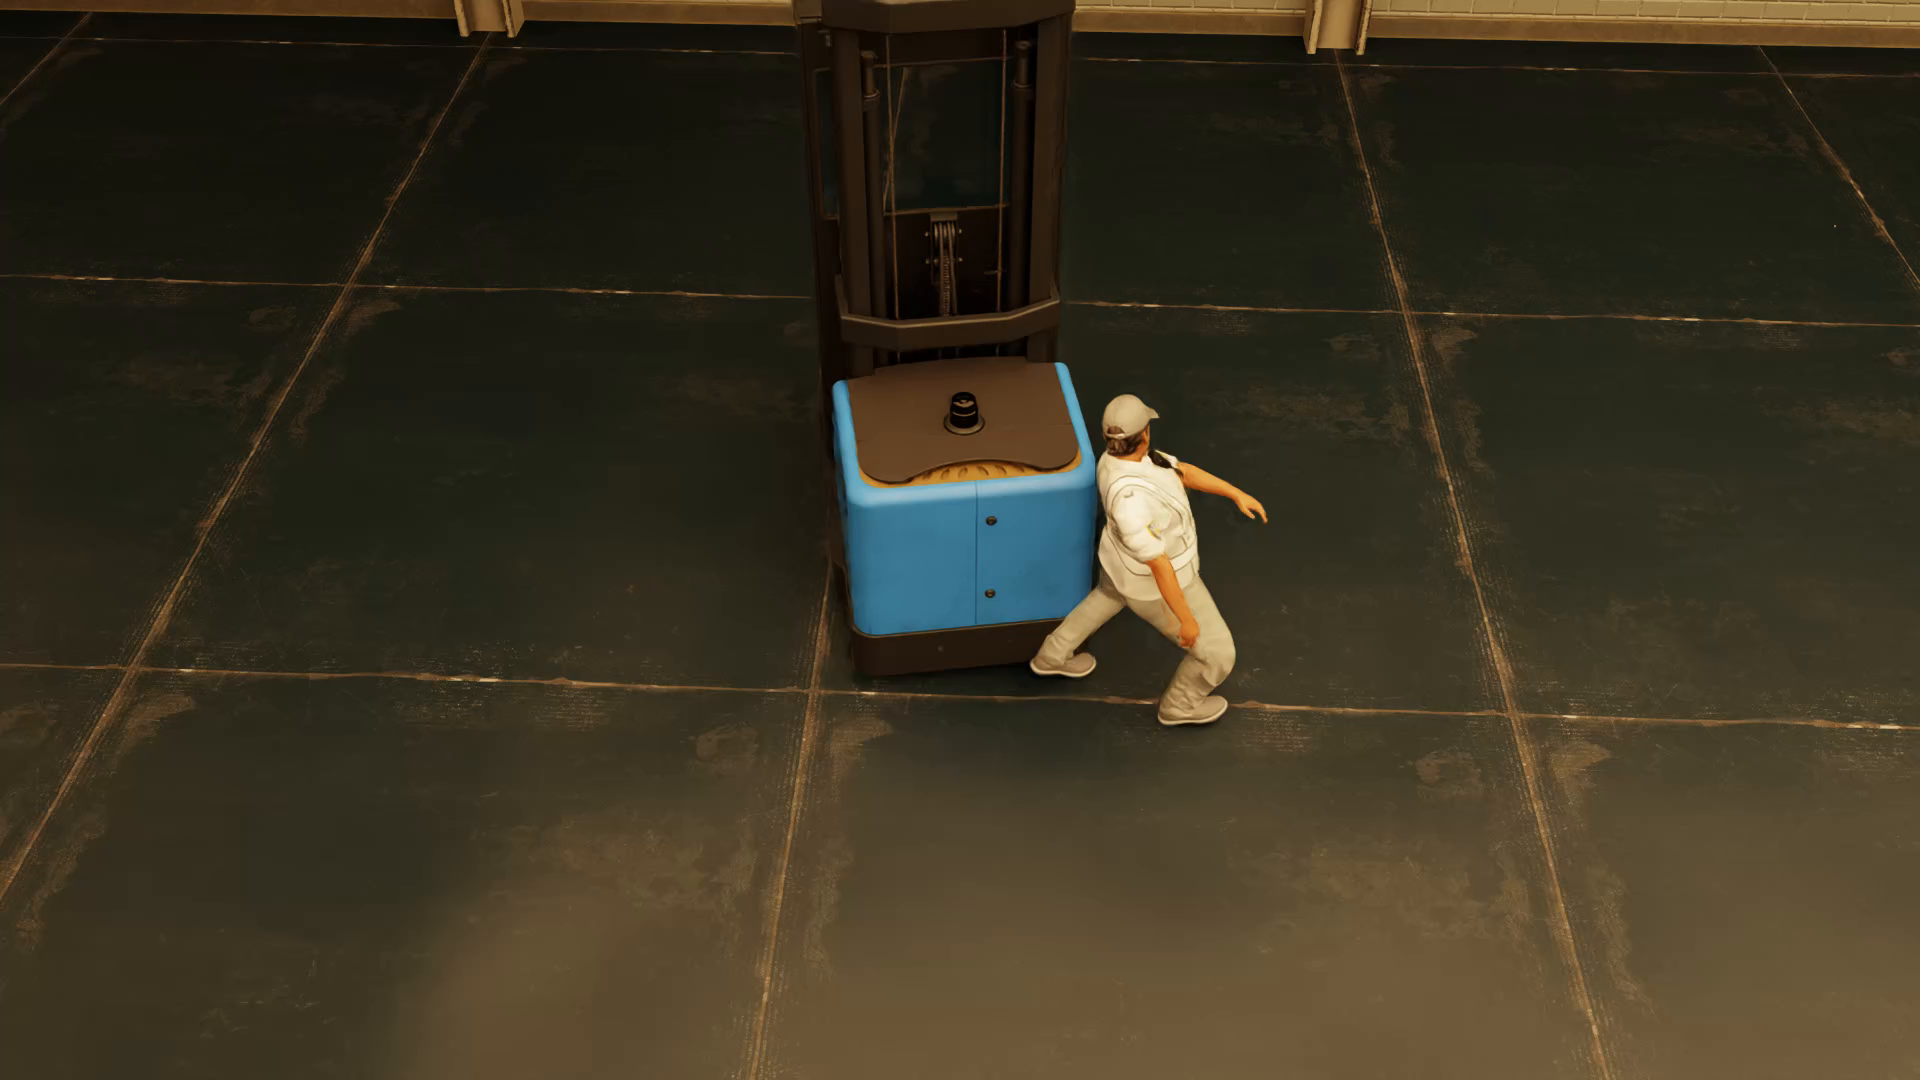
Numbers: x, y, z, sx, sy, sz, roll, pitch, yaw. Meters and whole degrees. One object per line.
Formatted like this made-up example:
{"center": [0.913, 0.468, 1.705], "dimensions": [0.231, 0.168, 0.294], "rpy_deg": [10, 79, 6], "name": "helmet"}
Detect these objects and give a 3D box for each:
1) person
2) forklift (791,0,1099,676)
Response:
{"center": [0.786, 0.131, 6.636], "dimensions": [0.804, 1.519, 0.748], "rpy_deg": [-13, 44, -14], "name": "person"}
{"center": [-0.135, -1.492, 7.376], "dimensions": [1.130, 2.935, 3.031], "rpy_deg": [-5, 43, -6], "name": "forklift"}
